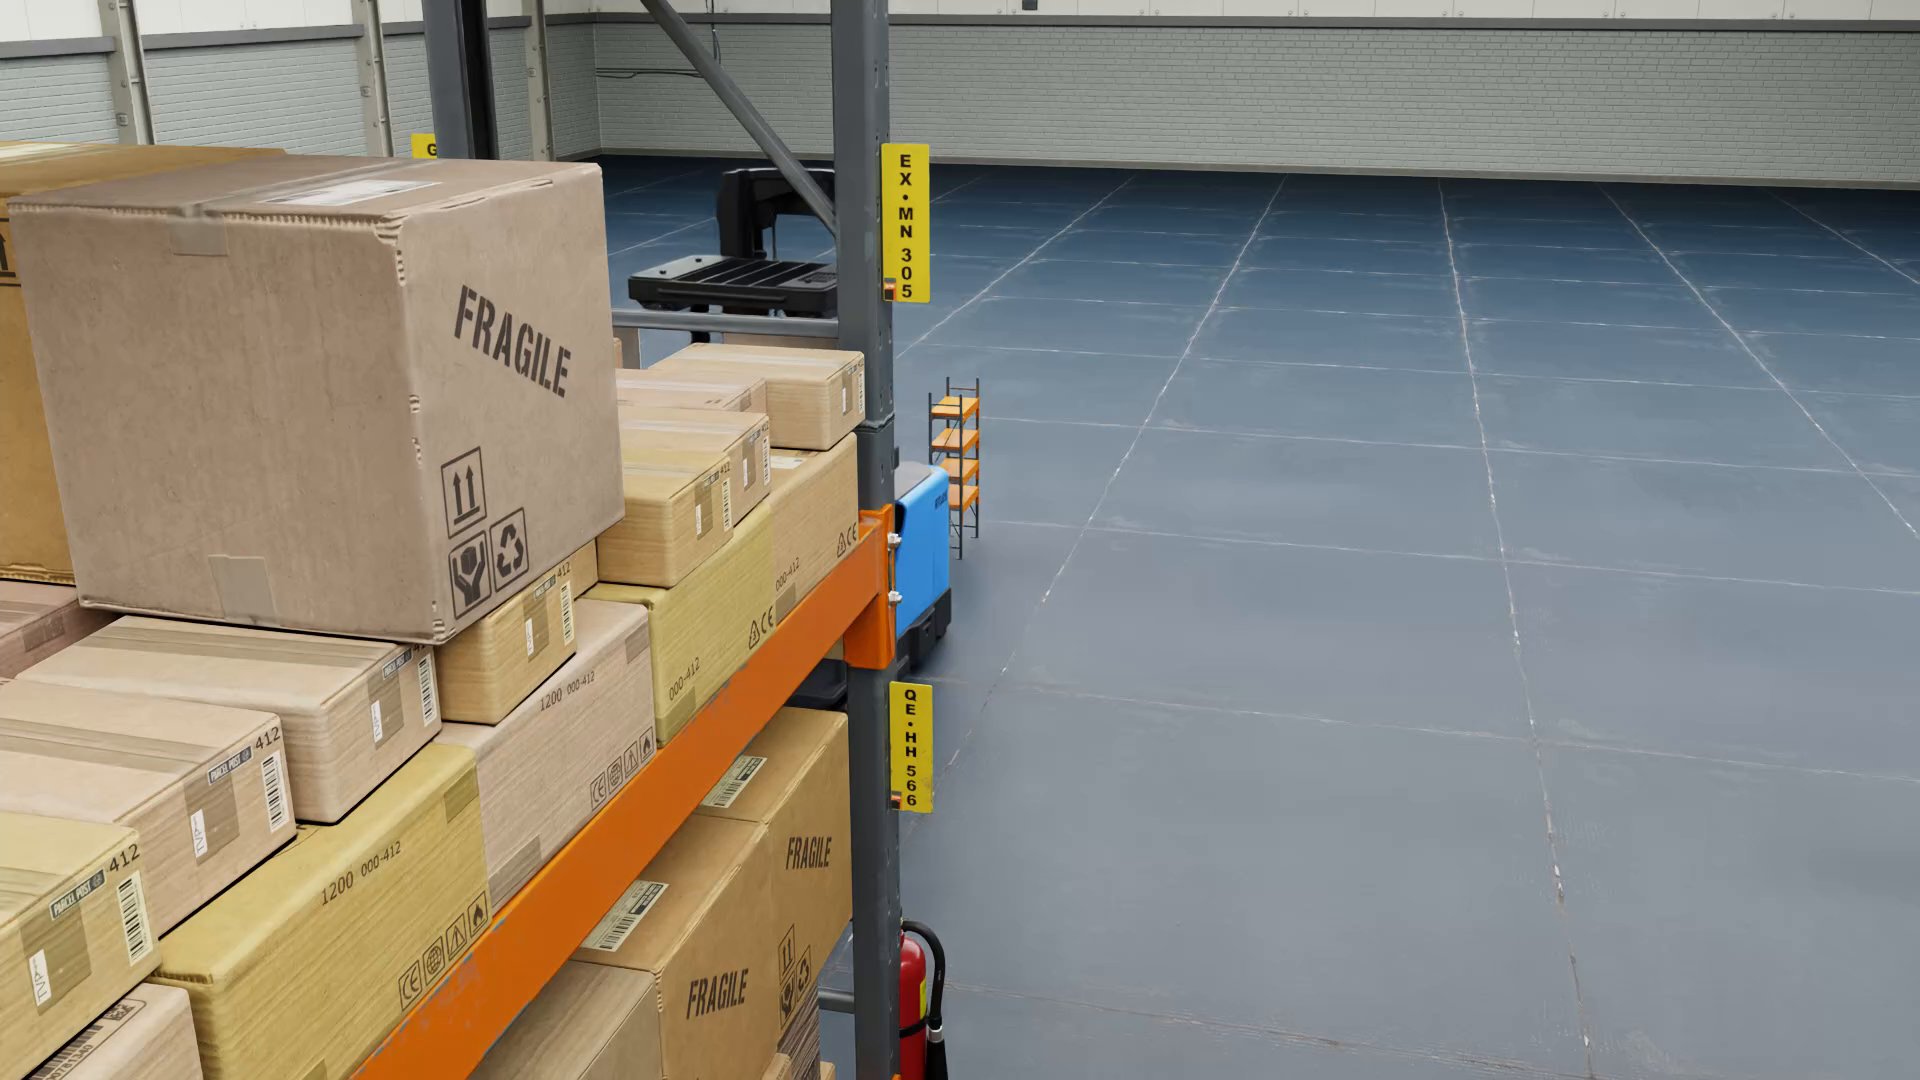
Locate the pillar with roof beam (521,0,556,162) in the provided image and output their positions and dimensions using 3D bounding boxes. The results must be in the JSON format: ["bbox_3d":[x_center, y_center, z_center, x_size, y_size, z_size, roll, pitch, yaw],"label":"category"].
[{"bbox_3d":[-4.609,-11.798,32.807,9.100,9.000,0.400,5,19,13],"label":"pillar with roof beam"}]

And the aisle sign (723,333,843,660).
[{"bbox_3d":[-0.340,-0.096,3.806,0.394,0.787,0.004,5,19,13],"label":"aisle sign"}]

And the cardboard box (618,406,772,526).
[{"bbox_3d":[-0.549,-0.129,2.898,0.380,0.149,0.250,4,19,11],"label":"cardboard box"}]

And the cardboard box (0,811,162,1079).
[{"bbox_3d":[-0.963,0.357,1.475,0.380,0.149,0.250,4,19,12],"label":"cardboard box"}]

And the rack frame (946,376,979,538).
[{"bbox_3d":[0.019,-0.592,12.066,0.240,1.200,0.015,5,19,13],"label":"rack frame"}]

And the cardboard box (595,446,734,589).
[{"bbox_3d":[-0.587,-0.048,2.662,0.380,0.149,0.250,5,19,14],"label":"cardboard box"}]

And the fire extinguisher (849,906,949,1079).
[{"bbox_3d":[-0.171,1.167,4.249,0.296,0.674,0.183,5,19,13],"label":"fire extinguisher"}]

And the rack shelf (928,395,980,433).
[{"bbox_3d":[-0.040,-0.888,11.715,0.258,0.148,0.480,5,19,13],"label":"rack shelf"}]

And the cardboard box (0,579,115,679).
[{"bbox_3d":[-1.304,0.148,2.089,0.380,0.149,0.250,4,19,13],"label":"cardboard box"}]

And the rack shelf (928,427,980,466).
[{"bbox_3d":[-0.040,-0.664,11.791,0.258,0.148,0.480,5,19,13],"label":"rack shelf"}]

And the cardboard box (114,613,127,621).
[{"bbox_3d":[-1.288,0.066,2.328,0.380,0.149,0.250,4,19,11],"label":"cardboard box"}]

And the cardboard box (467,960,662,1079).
[{"bbox_3d":[-0.782,0.974,2.532,0.500,0.500,0.500,5,19,13],"label":"cardboard box"}]

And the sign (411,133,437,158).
[{"bbox_3d":[-1.172,-0.746,3.737,0.100,0.325,0.005,5,19,13],"label":"sign"}]

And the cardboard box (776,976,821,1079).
[{"bbox_3d":[-0.807,1.112,3.676,0.875,0.500,0.500,5,19,13],"label":"cardboard box"}]

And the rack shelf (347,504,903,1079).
[{"bbox_3d":[-1.134,0.678,2.034,1.077,0.370,4.000,5,19,13],"label":"rack shelf"}]

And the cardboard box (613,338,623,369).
[{"bbox_3d":[-0.937,-0.339,3.514,0.380,0.149,0.250,5,19,13],"label":"cardboard box"}]

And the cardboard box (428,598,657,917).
[{"bbox_3d":[-0.770,0.269,2.349,0.500,0.250,0.500,5,20,15],"label":"cardboard box"}]

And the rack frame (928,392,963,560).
[{"bbox_3d":[-0.100,-0.439,11.618,0.240,1.200,0.015,5,19,13],"label":"rack frame"}]

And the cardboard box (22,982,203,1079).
[{"bbox_3d":[-1.009,0.593,1.401,0.500,0.250,0.500,4,19,11],"label":"cardboard box"}]

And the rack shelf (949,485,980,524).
[{"bbox_3d":[-0.040,-0.264,11.928,0.258,0.148,0.480,5,19,13],"label":"rack shelf"}]

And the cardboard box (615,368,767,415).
[{"bbox_3d":[-0.588,-0.223,3.174,0.380,0.149,0.250,4,19,12],"label":"cardboard box"}]

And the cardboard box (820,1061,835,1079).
[{"bbox_3d":[-0.515,1.355,3.970,0.380,0.149,0.250,5,19,13],"label":"cardboard box"}]

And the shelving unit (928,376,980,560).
[{"bbox_3d":[-0.040,-0.516,11.842,0.258,1.200,0.503,5,19,13],"label":"shelving unit"}]

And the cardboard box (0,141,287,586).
[{"bbox_3d":[-1.270,-0.270,2.308,0.500,0.500,0.500,5,19,13],"label":"cardboard box"}]

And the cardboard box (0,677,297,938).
[{"bbox_3d":[-0.933,0.274,1.719,0.380,0.149,0.250,5,20,15],"label":"cardboard box"}]

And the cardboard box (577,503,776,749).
[{"bbox_3d":[-0.636,0.110,2.818,0.500,0.250,0.500,5,19,14],"label":"cardboard box"}]

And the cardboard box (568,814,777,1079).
[{"bbox_3d":[-0.657,0.818,2.990,0.500,0.500,0.500,5,19,13],"label":"cardboard box"}]

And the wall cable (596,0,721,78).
[{"bbox_3d":[-6.782,-11.488,36.702,3.097,2.526,0.112,5,19,13],"label":"wall cable"}]

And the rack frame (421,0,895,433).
[{"bbox_3d":[-0.646,-1.709,3.269,1.000,3.000,0.127,5,19,13],"label":"rack frame"}]

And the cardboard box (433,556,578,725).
[{"bbox_3d":[-0.736,0.112,2.194,0.380,0.149,0.250,4,19,11],"label":"cardboard box"}]

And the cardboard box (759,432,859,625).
[{"bbox_3d":[-0.517,-0.047,3.276,0.500,0.250,0.500,5,20,15],"label":"cardboard box"}]

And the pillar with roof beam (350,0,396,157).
[{"bbox_3d":[-6.075,-9.918,27.302,9.100,9.000,0.400,5,19,13],"label":"pillar with roof beam"}]

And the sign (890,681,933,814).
[{"bbox_3d":[-0.112,0.483,3.853,0.100,0.325,0.005,5,19,13],"label":"sign"}]

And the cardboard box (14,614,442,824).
[{"bbox_3d":[-0.848,0.194,1.953,0.380,0.149,0.250,4,19,11],"label":"cardboard box"}]

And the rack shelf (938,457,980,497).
[{"bbox_3d":[-0.040,-0.452,11.863,0.258,0.148,0.480,5,19,13],"label":"rack shelf"}]

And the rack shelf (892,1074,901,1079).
[{"bbox_3d":[-1.134,2.097,2.519,1.077,0.370,4.000,5,19,13],"label":"rack shelf"}]

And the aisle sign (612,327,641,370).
[{"bbox_3d":[-0.921,-0.143,3.944,0.394,0.787,0.004,5,19,13],"label":"aisle sign"}]

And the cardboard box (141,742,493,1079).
[{"bbox_3d":[-0.888,0.428,1.887,0.500,0.250,0.500,4,19,12],"label":"cardboard box"}]

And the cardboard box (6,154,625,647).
[{"bbox_3d":[-0.779,-0.208,2.127,0.500,0.500,0.500,5,19,13],"label":"cardboard box"}]

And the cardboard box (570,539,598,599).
[{"bbox_3d":[-0.768,0.020,2.464,0.380,0.149,0.250,5,19,14],"label":"cardboard box"}]

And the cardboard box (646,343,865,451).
[{"bbox_3d":[-0.411,-0.295,3.386,0.380,0.149,0.250,5,19,13],"label":"cardboard box"}]

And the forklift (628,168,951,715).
[{"bbox_3d":[-1.019,-0.425,8.896,1.130,2.935,3.031,6,20,18],"label":"forklift"}]

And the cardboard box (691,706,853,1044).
[{"bbox_3d":[-0.540,0.661,3.451,0.500,0.500,0.500,5,19,13],"label":"cardboard box"}]

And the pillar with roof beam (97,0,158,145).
[{"bbox_3d":[-7.541,-8.037,21.796,9.100,9.000,0.400,5,19,13],"label":"pillar with roof beam"}]

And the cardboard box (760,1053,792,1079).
[{"bbox_3d":[-0.812,1.278,3.189,0.875,0.500,0.500,5,19,13],"label":"cardboard box"}]

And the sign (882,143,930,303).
[{"bbox_3d":[-0.112,-0.658,3.464,0.100,0.325,0.005,5,19,13],"label":"sign"}]

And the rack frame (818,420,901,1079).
[{"bbox_3d":[-0.646,1.130,4.238,1.000,3.000,0.127,5,19,13],"label":"rack frame"}]

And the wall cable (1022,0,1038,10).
[{"bbox_3d":[2.420,-13.812,33.441,2.305,6.003,0.169,5,19,13],"label":"wall cable"}]
